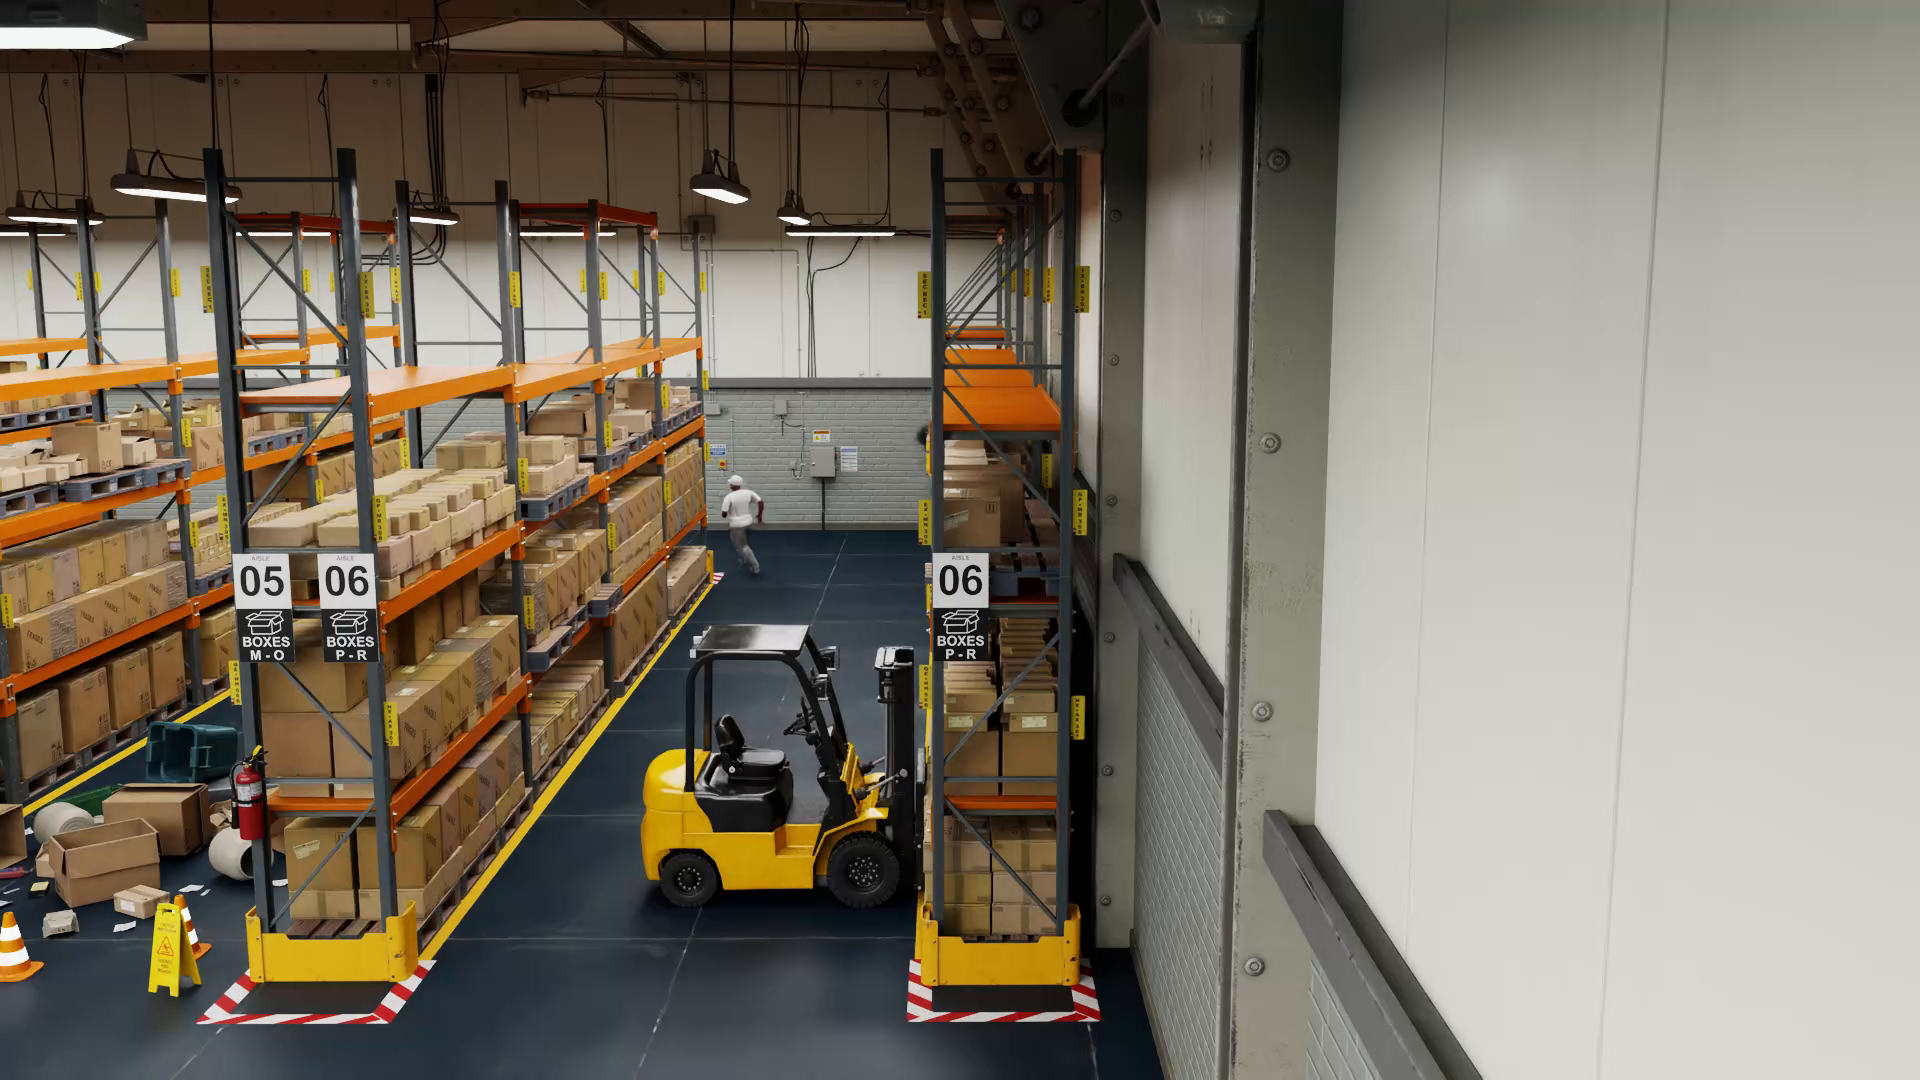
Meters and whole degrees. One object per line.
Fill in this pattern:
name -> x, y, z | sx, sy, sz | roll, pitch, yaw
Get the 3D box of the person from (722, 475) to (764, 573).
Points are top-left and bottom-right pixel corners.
person -> -3.809, -0.272, 28.639 | 0.686, 1.711, 0.713 | 8, 12, 40
